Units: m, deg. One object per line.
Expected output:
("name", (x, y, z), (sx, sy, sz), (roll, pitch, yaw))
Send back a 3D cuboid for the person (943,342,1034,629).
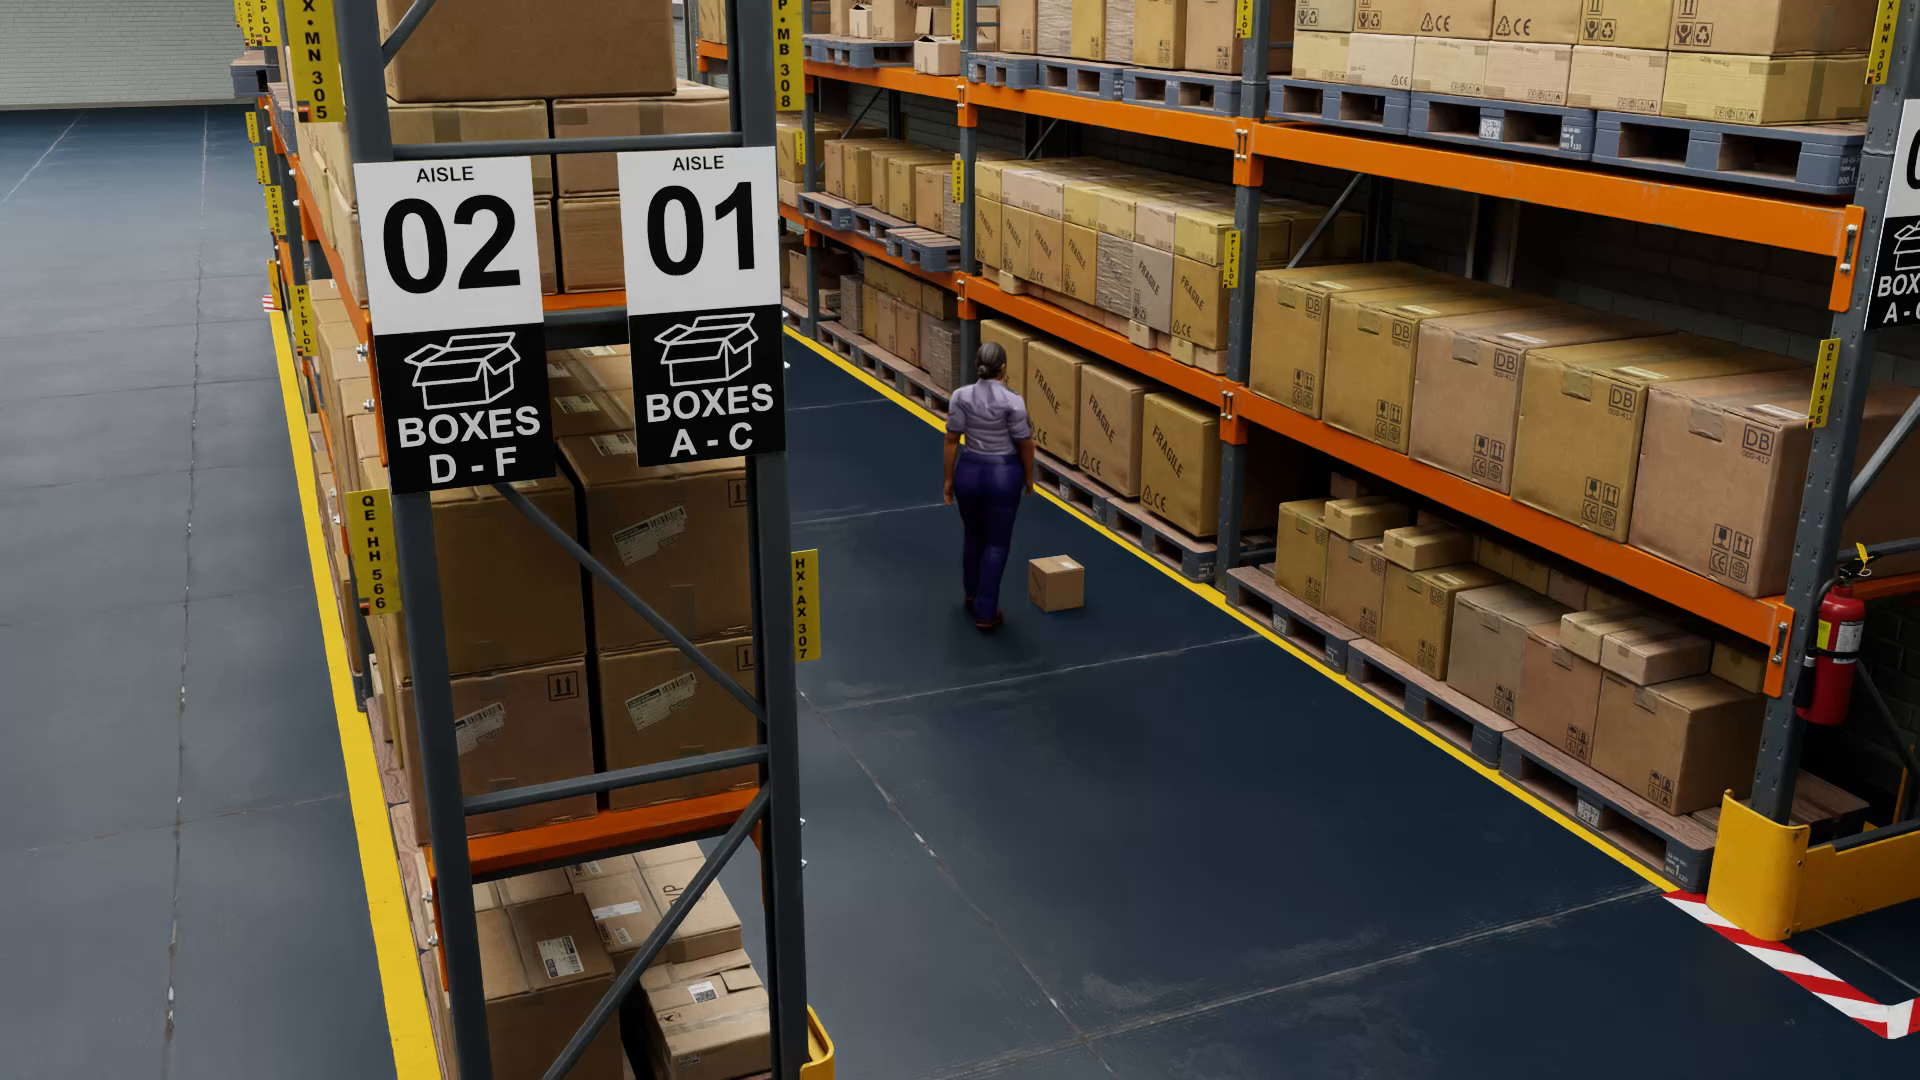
("person", (0.180, -0.288, 9.530), (0.517, 1.710, 0.569), (9, 21, 24))
